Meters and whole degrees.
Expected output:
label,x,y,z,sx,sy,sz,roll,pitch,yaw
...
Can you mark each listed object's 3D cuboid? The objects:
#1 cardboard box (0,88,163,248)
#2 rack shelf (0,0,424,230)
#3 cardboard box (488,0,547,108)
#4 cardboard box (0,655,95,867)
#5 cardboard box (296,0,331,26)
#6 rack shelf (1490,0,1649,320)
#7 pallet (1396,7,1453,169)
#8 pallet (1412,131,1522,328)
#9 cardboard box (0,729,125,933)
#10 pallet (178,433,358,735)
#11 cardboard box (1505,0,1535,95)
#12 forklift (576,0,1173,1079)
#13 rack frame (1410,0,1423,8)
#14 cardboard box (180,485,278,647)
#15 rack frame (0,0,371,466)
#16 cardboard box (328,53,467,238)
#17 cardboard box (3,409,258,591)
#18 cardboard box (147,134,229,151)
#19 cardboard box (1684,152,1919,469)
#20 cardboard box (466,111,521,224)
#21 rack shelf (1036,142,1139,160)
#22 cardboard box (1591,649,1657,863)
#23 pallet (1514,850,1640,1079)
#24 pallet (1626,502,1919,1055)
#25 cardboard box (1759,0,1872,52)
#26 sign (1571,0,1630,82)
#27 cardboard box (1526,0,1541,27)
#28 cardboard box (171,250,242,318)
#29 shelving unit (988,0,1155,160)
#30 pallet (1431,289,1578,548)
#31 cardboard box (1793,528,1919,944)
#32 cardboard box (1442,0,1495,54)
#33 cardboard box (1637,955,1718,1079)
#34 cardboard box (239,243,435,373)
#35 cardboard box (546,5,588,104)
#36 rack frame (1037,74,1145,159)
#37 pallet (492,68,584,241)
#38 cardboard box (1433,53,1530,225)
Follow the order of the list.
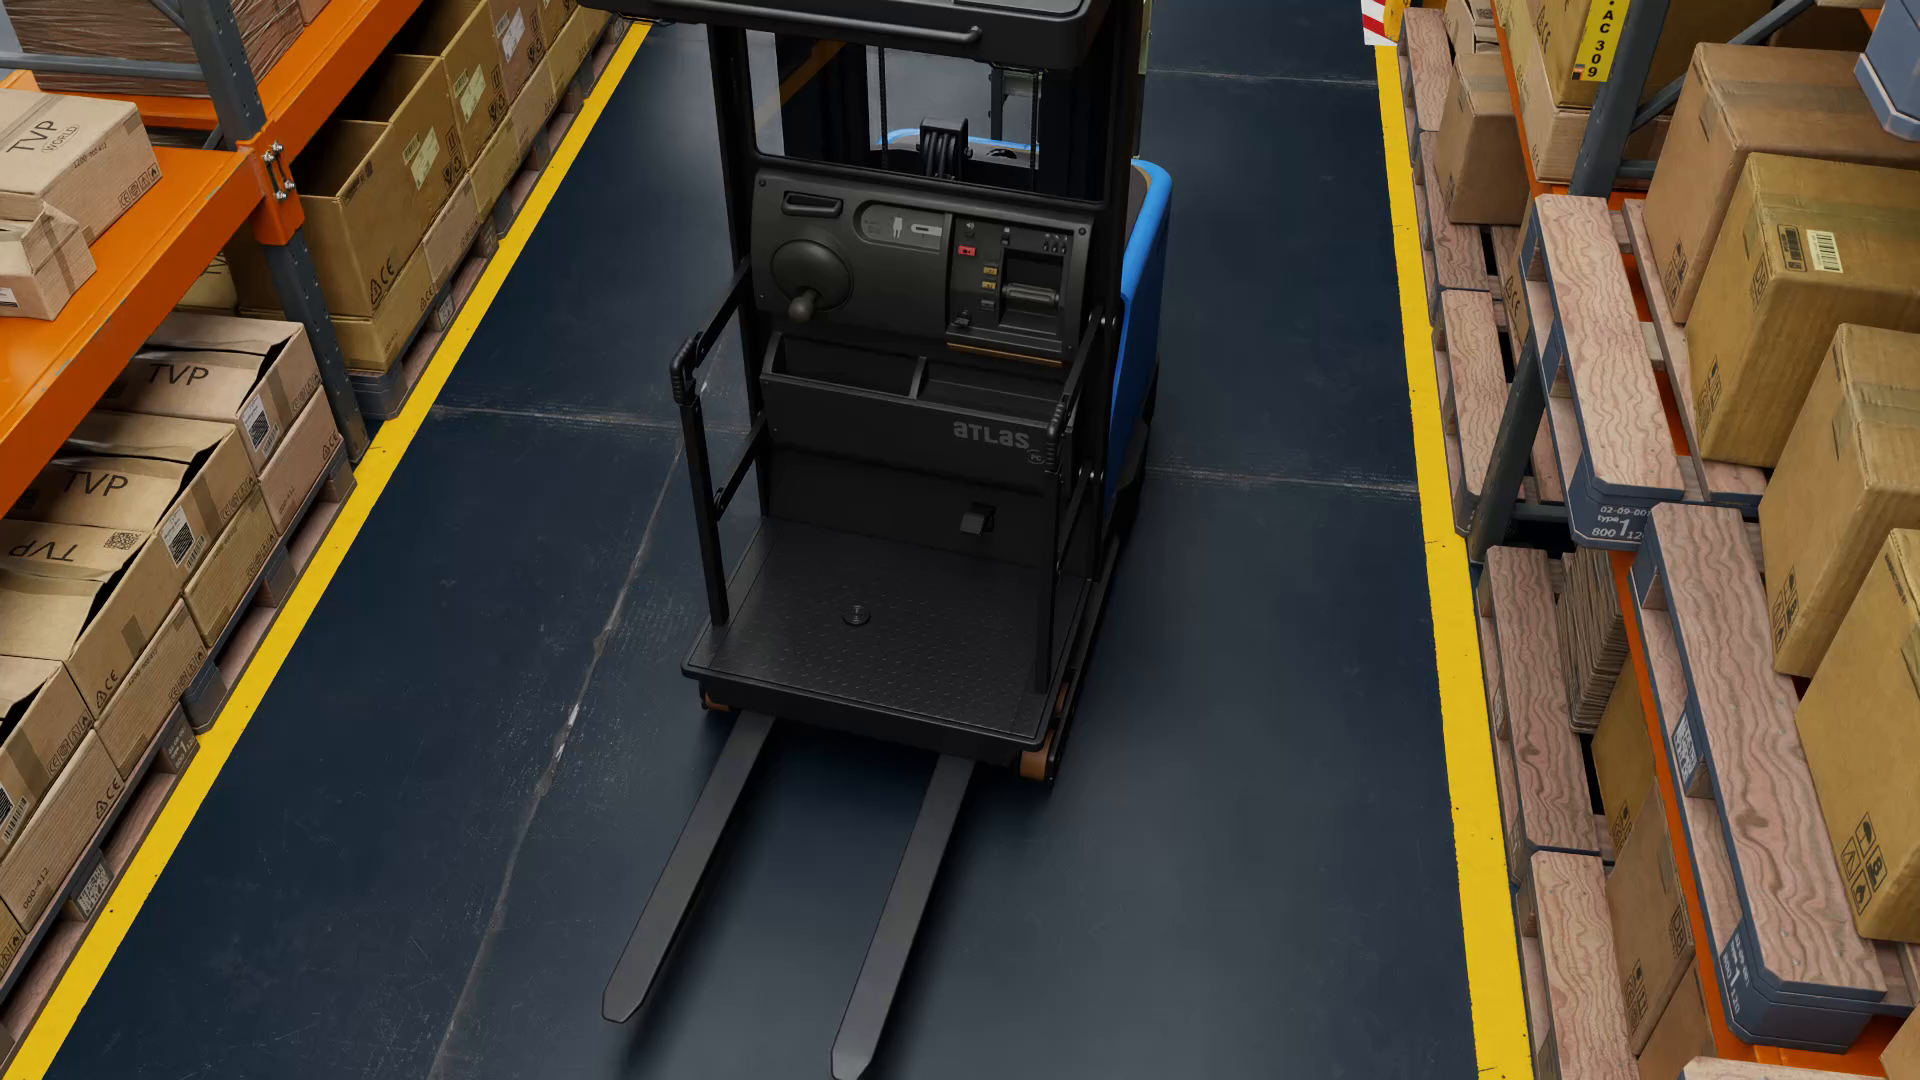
label,x,y,z,sx,sy,sz,roll,pitch,yaw
cardboard box,-2.694,-1.053,4.790,0.500,0.250,0.500,8,44,8
rack shelf,-2.408,-2.549,6.784,1.077,0.370,4.000,5,44,6
cardboard box,-2.105,-2.184,7.024,0.500,0.500,0.500,5,44,6
cardboard box,-2.643,0.534,4.291,0.500,0.311,0.500,5,44,5
cardboard box,-2.557,-2.147,5.763,0.700,0.500,0.500,5,44,5
rack shelf,2.502,-2.101,6.311,1.077,0.370,4.000,5,44,6
pallet,2.614,-2.111,7.826,1.003,0.211,1.213,5,44,6
pallet,2.451,-1.282,6.950,1.003,0.211,1.213,5,44,6
cardboard box,-2.645,0.748,4.473,0.500,0.250,0.500,6,44,6
pallet,-2.731,0.071,5.522,1.003,0.211,1.213,5,44,6
cardboard box,2.074,-1.642,5.397,0.500,0.250,0.500,5,44,6
forklift,-0.169,-0.648,4.302,1.130,2.935,3.031,11,45,11
rack frame,2.767,-3.726,7.503,1.000,3.000,0.127,5,44,6
cardboard box,-2.509,0.052,5.208,0.500,0.250,0.500,5,44,5
rack frame,-2.673,-1.447,5.097,1.000,3.000,0.127,5,44,6
cardboard box,-2.243,-1.503,6.304,0.500,0.500,0.500,5,44,6
cardboard box,-2.505,-0.148,5.011,0.500,0.311,0.500,6,44,7
cardboard box,-2.750,-1.549,6.354,0.500,0.500,0.500,5,44,6
cardboard box,2.056,-0.472,3.674,0.700,0.500,0.500,9,44,10
cardboard box,-2.168,-1.570,6.921,0.500,0.250,0.500,5,44,6
rack shelf,0.400,-1.155,6.353,0.431,0.370,0.720,11,45,11
cardboard box,2.139,0.608,4.424,0.700,0.500,0.500,4,44,5
pallet,1.978,1.377,4.142,1.003,0.211,1.213,5,44,6
pallet,1.930,0.443,3.240,1.003,0.211,1.213,5,44,6
cardboard box,2.507,-1.526,4.729,0.500,0.500,0.500,4,44,5
sign,1.699,-1.358,4.373,0.100,0.325,0.005,5,44,6
cardboard box,2.054,-1.916,5.141,0.500,0.500,0.500,5,44,5
cardboard box,-2.828,-0.937,6.253,0.500,0.250,0.500,5,44,6
shelving unit,0.400,-1.392,6.129,0.431,1.500,0.755,11,45,11
pallet,2.292,-0.448,6.070,1.003,0.211,1.213,5,44,6
cardboard box,1.904,0.358,2.798,0.700,0.500,0.500,5,44,6
cardboard box,2.586,-2.446,7.787,0.500,0.311,0.500,1,43,1
cardboard box,1.974,1.297,3.696,0.700,0.500,0.500,5,44,5
cardboard box,-2.311,-0.890,6.203,0.500,0.250,0.500,5,44,6
cardboard box,-2.040,-2.252,7.642,0.500,0.250,0.500,5,44,6
rack frame,0.499,-1.634,6.385,0.400,1.500,0.023,11,45,11
pallet,-2.367,-1.807,7.505,1.003,0.211,1.213,5,44,6
cardboard box,2.364,-1.630,6.788,0.700,0.500,0.500,3,44,3
